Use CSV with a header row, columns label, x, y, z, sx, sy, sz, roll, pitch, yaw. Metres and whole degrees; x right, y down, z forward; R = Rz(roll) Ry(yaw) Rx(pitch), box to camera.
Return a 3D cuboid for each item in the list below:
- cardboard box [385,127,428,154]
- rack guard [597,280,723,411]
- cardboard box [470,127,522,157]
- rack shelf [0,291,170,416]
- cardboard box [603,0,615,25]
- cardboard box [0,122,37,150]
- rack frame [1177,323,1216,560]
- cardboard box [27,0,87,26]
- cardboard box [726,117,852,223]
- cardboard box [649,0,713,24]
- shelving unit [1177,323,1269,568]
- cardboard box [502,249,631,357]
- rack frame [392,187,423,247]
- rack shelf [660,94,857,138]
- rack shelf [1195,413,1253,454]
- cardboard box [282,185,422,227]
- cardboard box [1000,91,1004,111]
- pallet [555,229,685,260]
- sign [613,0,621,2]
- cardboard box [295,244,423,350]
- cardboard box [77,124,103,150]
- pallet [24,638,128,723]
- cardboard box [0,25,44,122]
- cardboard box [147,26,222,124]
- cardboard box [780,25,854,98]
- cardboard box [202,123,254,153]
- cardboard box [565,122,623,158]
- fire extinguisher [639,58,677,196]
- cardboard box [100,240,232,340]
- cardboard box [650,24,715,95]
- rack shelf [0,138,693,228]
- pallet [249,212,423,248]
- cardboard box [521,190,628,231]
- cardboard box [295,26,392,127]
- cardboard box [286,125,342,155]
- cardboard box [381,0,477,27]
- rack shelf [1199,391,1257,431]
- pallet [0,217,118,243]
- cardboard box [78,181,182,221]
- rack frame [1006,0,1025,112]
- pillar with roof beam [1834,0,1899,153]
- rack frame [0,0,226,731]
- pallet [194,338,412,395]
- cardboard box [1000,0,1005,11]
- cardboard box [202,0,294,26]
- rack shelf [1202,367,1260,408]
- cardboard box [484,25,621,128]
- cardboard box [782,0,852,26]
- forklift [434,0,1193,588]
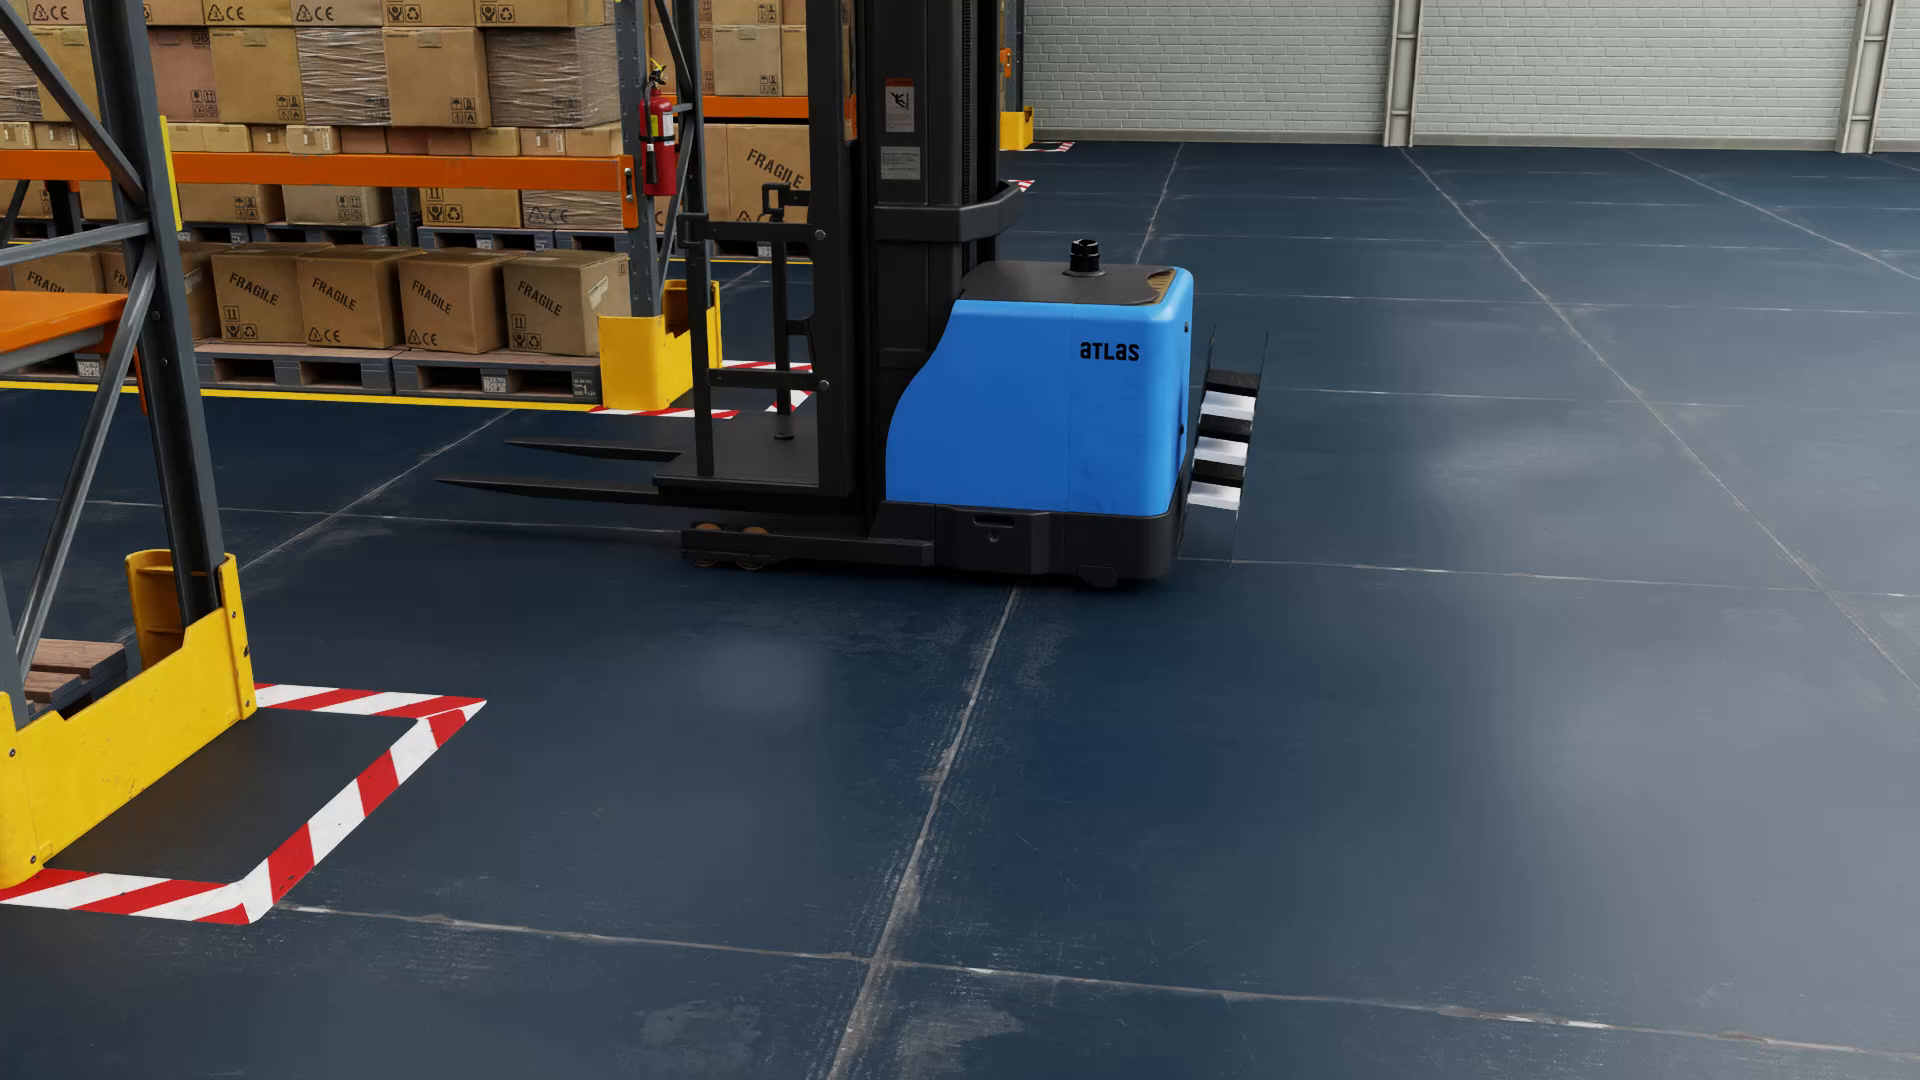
label,x,y,z,sx,sy,sz,roll,pitch,yaw
cardboard box,-2.890,-2.176,8.975,0.250,0.149,0.380,3,19,9
rack guard,-1.665,-1.112,9.338,0.348,0.500,1.175,3,19,9
cardboard box,-2.406,-2.133,8.847,0.250,0.149,0.380,3,19,9
rack shelf,-4.350,-0.501,4.707,4.000,0.370,1.077,3,19,9
cardboard box,-2.090,-3.069,9.046,0.500,0.500,0.500,3,19,9
cardboard box,-5.130,-2.254,9.208,0.250,0.149,0.380,3,19,9
rack frame,0.919,-0.381,6.465,0.006,0.900,0.240,9,20,9
cardboard box,-4.641,-3.030,8.930,0.500,0.500,0.500,3,19,9
cardboard box,-1.383,-3.047,13.870,0.875,0.875,0.875,3,19,9
cardboard box,-2.152,-4.526,13.664,0.550,0.550,0.875,3,19,9
shelving unit,1.018,-0.365,6.449,0.210,0.900,0.258,9,20,9
cardboard box,-2.204,-1.344,9.370,0.500,0.500,0.500,7,20,19
rack frame,-4.653,-4.044,14.161,0.127,3.000,1.000,3,19,9
rack shelf,-2.678,-3.602,13.974,4.000,0.370,1.077,3,19,9
rack shelf,1.024,-0.418,6.430,0.200,0.077,0.258,9,20,9
cardboard box,-5.280,-3.179,14.460,0.750,0.750,1.050,3,19,8
cardboard box,0.335,-6.174,23.413,0.500,0.250,0.500,3,19,10
pallet,-2.706,-2.598,14.234,1.213,0.211,1.003,3,19,9
sign,-1.698,-2.819,8.179,0.005,0.325,0.100,3,19,9
cardboard box,-3.414,-1.401,9.539,0.500,0.500,0.500,5,19,14
cardboard box,-4.630,-2.240,9.167,0.250,0.149,0.380,3,19,9
pallet,-3.259,0.549,4.829,1.213,0.211,1.003,3,19,9
cardboard box,-5.105,-2.641,9.343,0.500,0.500,0.875,3,19,9
cardboard box,-4.107,-2.611,9.254,0.500,0.500,0.875,3,19,9
cardboard box,-1.077,-3.918,13.548,0.550,0.550,0.875,3,19,9
cardboard box,-3.891,-2.199,9.044,0.250,0.149,0.380,3,19,9
cardboard box,-1.904,-2.124,8.819,0.250,0.149,0.380,3,19,9
fire extinguisher,-1.550,-2.107,8.494,0.183,0.674,0.296,3,19,9
cardboard box,-4.584,-1.449,9.685,0.500,0.500,0.500,9,21,26
cardboard box,-2.156,-4.006,13.813,0.550,0.550,0.875,3,19,9
rack shelf,-3.564,-2.053,9.345,4.000,0.370,1.077,3,19,9
pallet,-5.426,-2.736,14.649,1.213,0.211,1.003,3,19,9
cardboard box,-3.152,-3.137,14.139,0.875,0.875,0.875,3,19,9
cardboard box,-3.128,-2.544,9.054,0.500,0.500,0.875,3,19,9
cardboard box,-3.402,-2.167,8.947,0.250,0.149,0.380,3,19,9
cardboard box,-2.667,-2.930,8.629,0.500,0.500,0.500,3,19,9
rack shelf,1.032,-0.503,6.400,0.200,0.077,0.258,9,20,9
pallet,-7.835,-2.859,15.016,1.213,0.211,1.003,3,19,9
cardboard box,-7.151,-3.275,14.748,0.750,0.750,1.050,3,19,9
rack frame,0.766,-6.953,22.857,0.127,3.000,1.000,3,19,9
pillar with roof beam,11.387,-8.163,17.018,0.400,9.000,9.100,3,19,9
rack frame,-2.375,-0.742,4.292,0.127,3.000,1.000,3,19,9
pallet,-3.662,-1.089,9.725,1.213,0.211,1.003,3,19,9
cardboard box,0.472,-7.407,23.032,0.250,0.149,0.380,2,19,7
cardboard box,-3.652,-2.983,8.790,0.500,0.500,0.500,3,19,9
rack shelf,1.041,-0.587,6.370,0.200,0.077,0.258,9,20,9
cardboard box,-2.128,-2.518,8.975,0.500,0.500,0.875,3,19,9
cardboard box,-1.063,-4.456,13.456,0.550,0.550,0.875,3,19,9
forklift,-0.617,-1.432,6.462,3.031,2.935,1.130,4,19,11
